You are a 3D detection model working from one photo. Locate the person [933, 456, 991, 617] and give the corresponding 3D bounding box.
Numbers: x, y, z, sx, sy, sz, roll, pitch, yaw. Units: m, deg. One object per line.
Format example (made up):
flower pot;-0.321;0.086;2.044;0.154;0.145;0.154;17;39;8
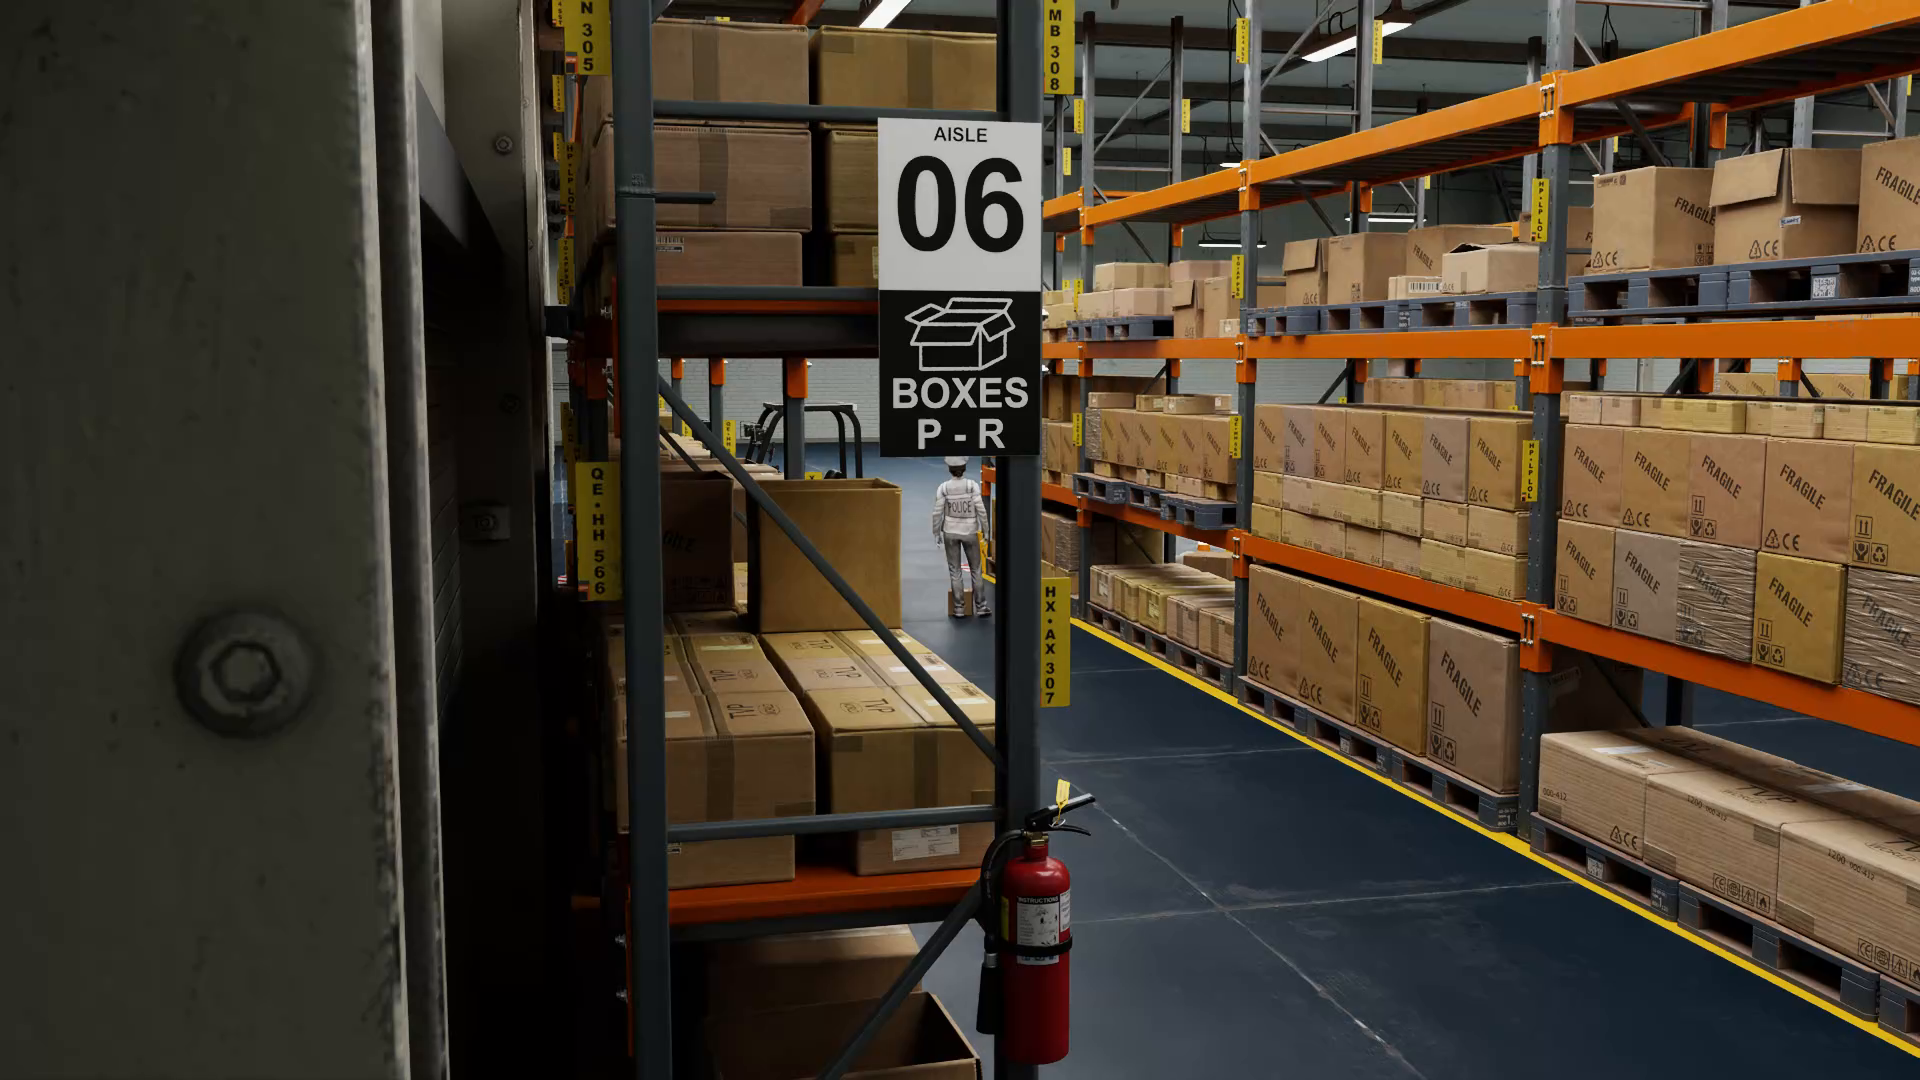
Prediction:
person;0.017;-0.062;17.009;0.586;1.695;0.532;1;6;5
